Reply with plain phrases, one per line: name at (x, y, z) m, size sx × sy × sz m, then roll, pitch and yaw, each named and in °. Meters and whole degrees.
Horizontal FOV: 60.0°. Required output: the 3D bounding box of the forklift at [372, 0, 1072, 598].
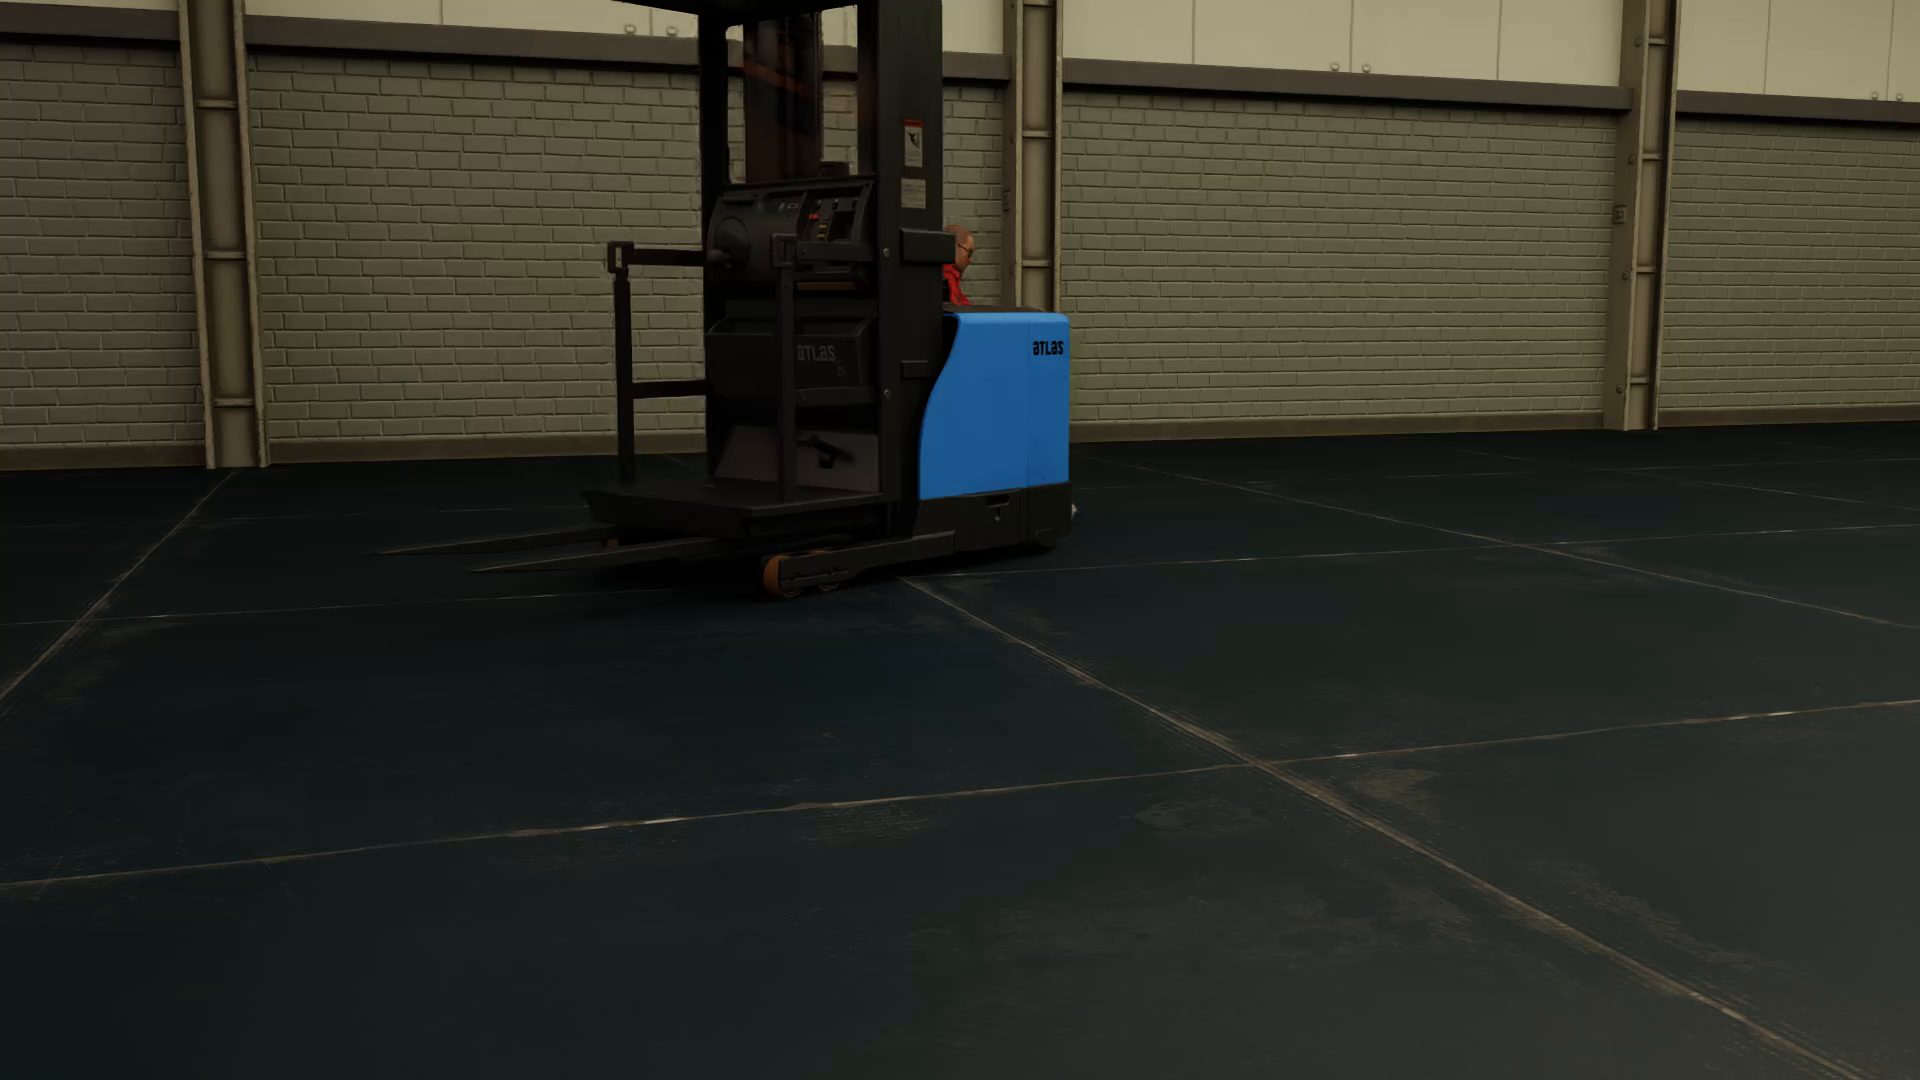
forklift at (-0.846, -1.309, 6.671) m, size 1.130 × 2.935 × 3.031 m, roll 7°, pitch 10°, yaw 41°

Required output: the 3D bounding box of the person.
person at (0.044, -0.895, 8.916) m, size 0.994 × 1.573 × 1.046 m, roll -1°, pitch 8°, yaw -10°
